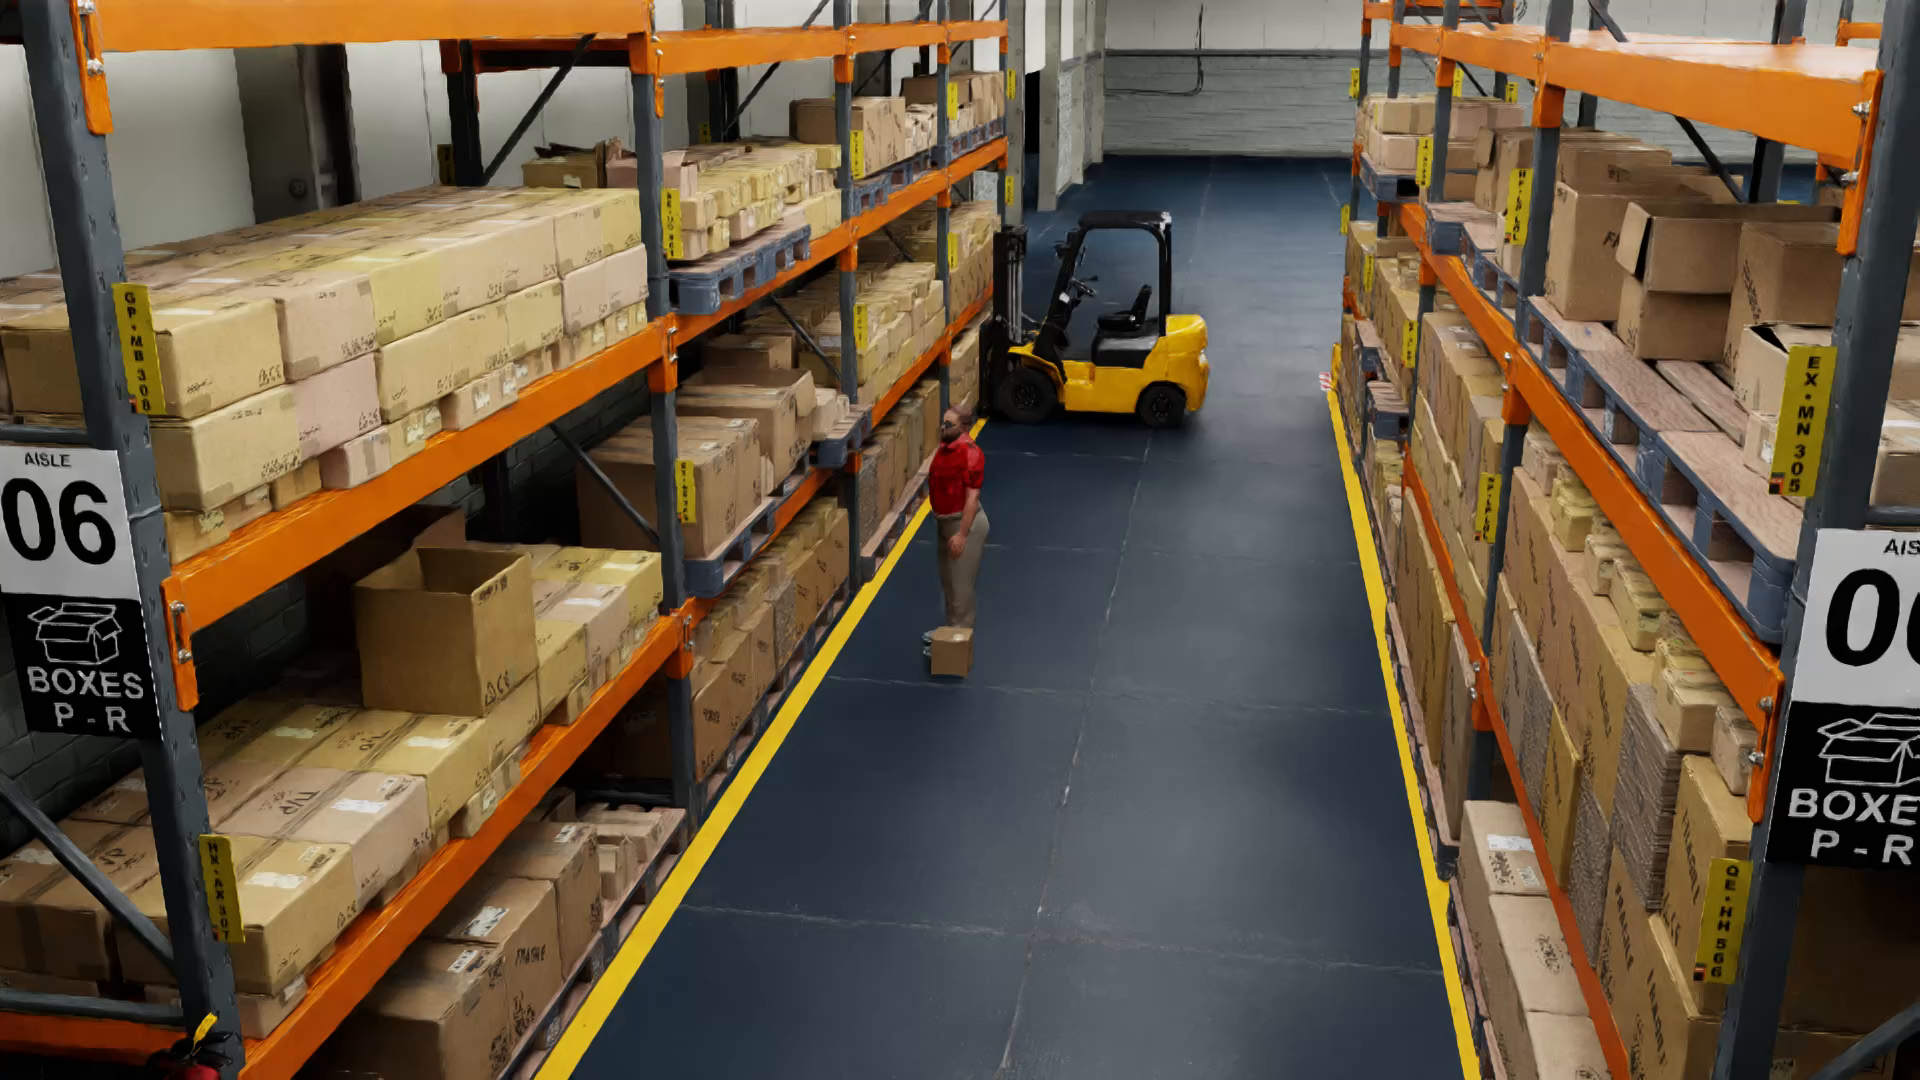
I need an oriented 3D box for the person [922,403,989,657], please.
[{"bbox_3d":[-0.081,-0.077,11.246,0.477,1.737,0.596,-8,19,-24],"label":"person"}]
